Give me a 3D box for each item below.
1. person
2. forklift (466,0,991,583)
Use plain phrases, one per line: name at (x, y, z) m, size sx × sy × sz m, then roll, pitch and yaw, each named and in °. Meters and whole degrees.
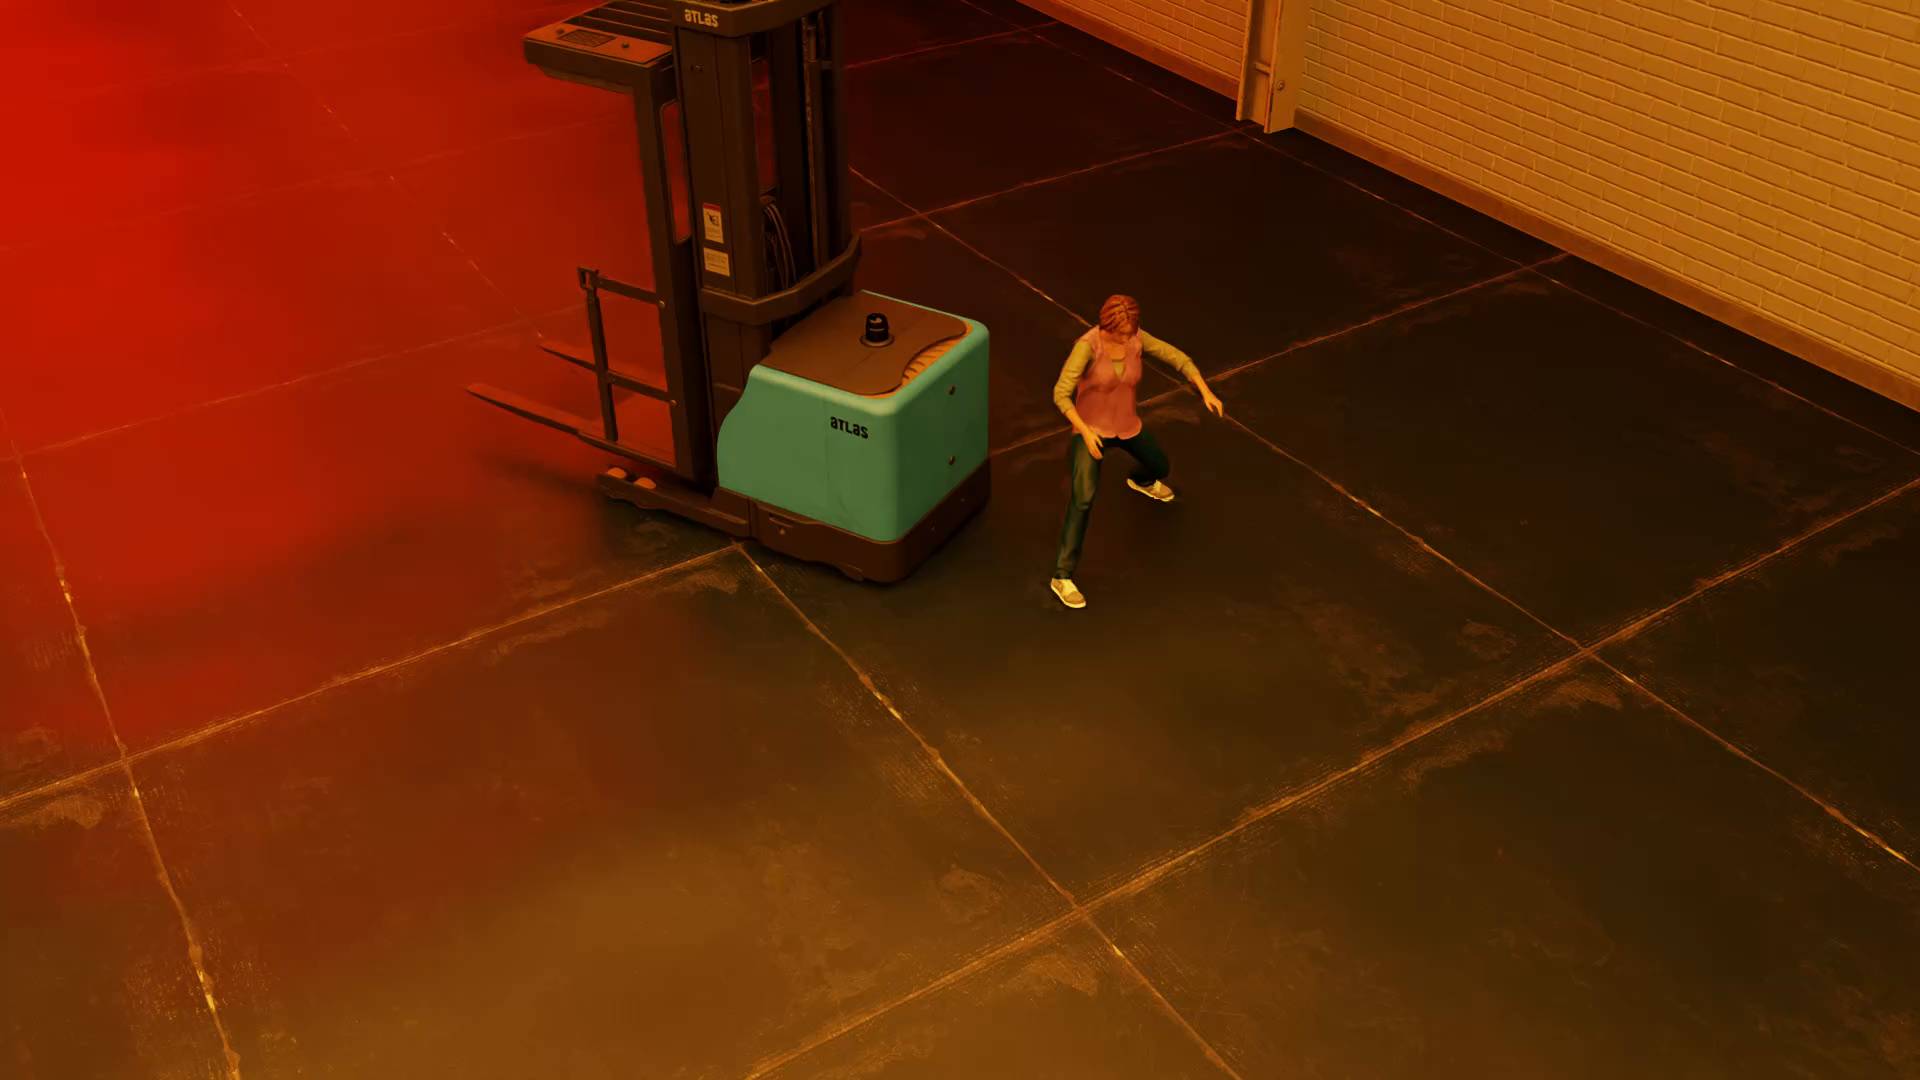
person at (0.818, -0.536, 8.261) m, size 0.997 × 1.409 × 0.908 m, roll -14°, pitch 37°, yaw -19°
forklift at (-1.367, -1.607, 8.435) m, size 3.031 × 2.935 × 1.130 m, roll 19°, pitch 39°, yaw 25°
